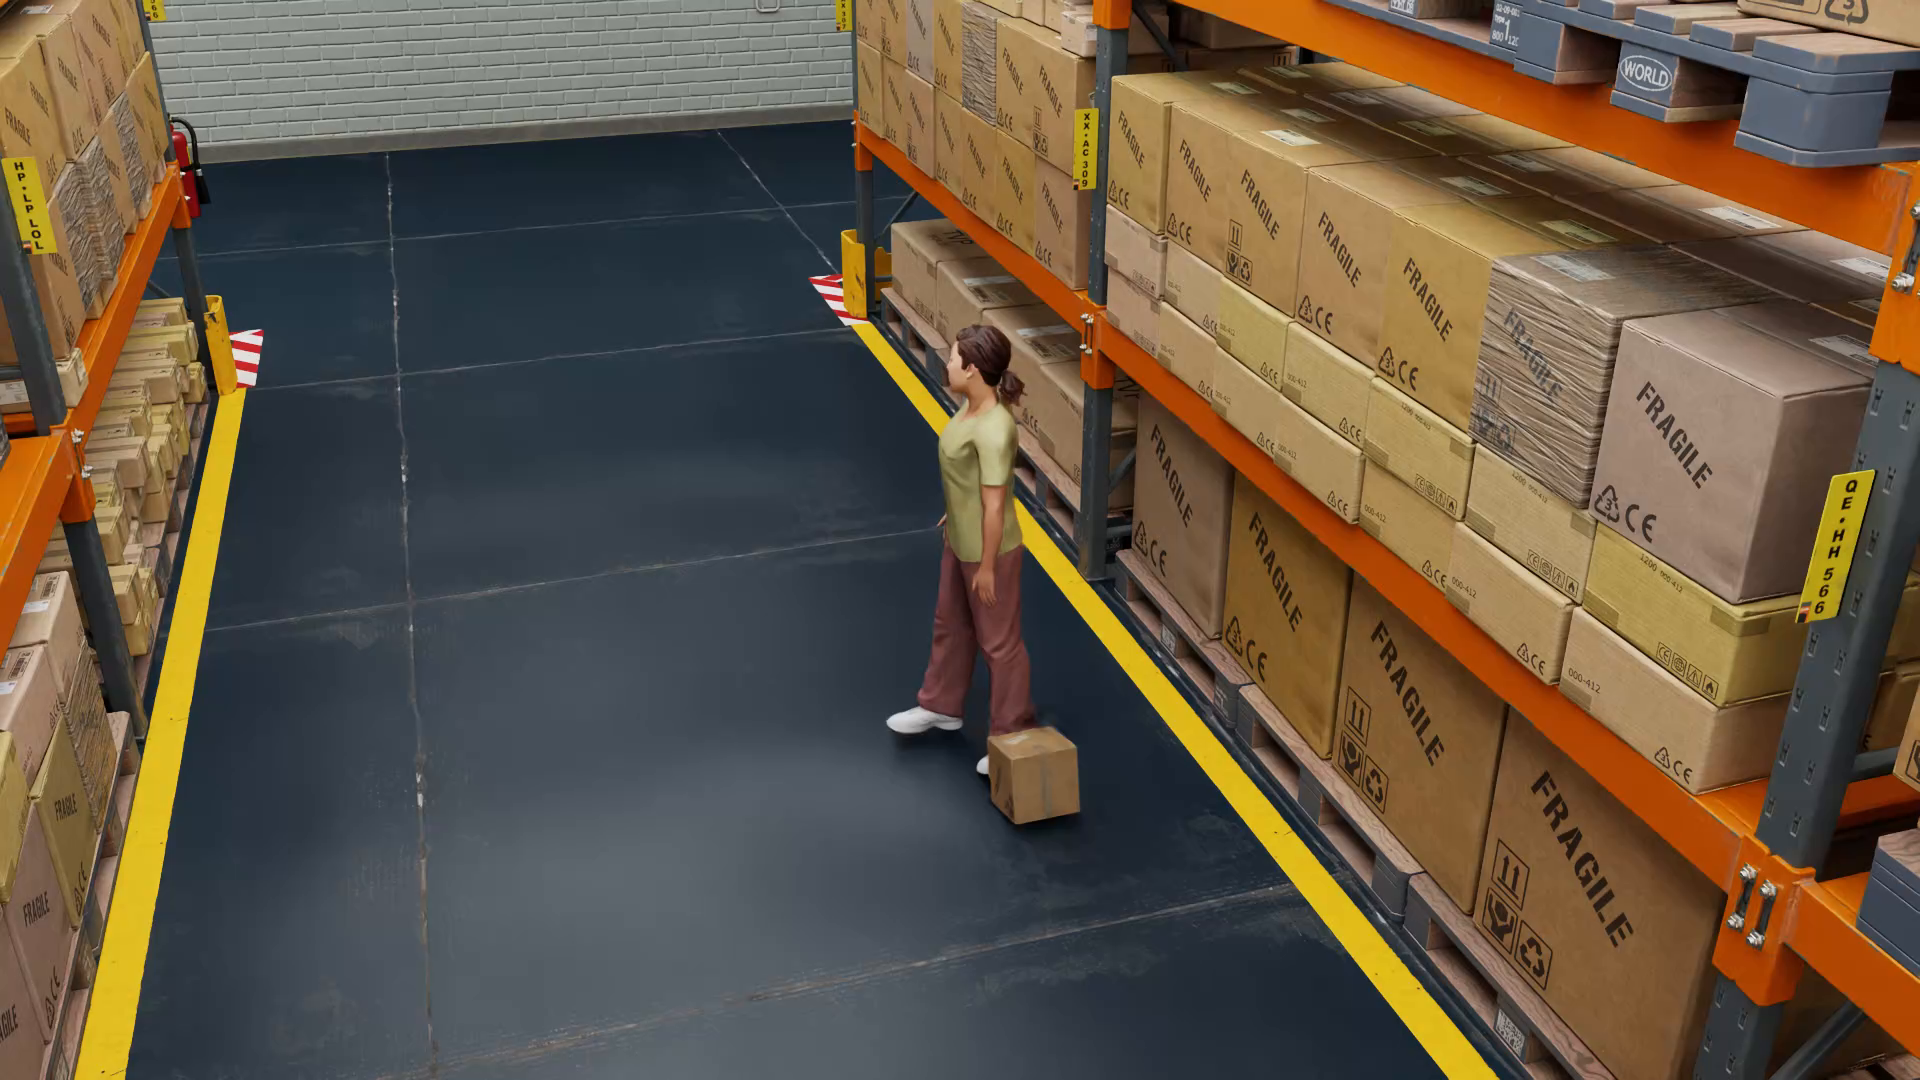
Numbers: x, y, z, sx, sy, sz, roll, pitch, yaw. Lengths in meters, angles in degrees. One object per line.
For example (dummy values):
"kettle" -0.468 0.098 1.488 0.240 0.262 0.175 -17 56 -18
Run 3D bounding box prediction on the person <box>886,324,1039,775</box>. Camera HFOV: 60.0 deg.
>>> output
"person" 0.008 0.027 6.012 0.555 1.671 0.538 -5 27 -10
